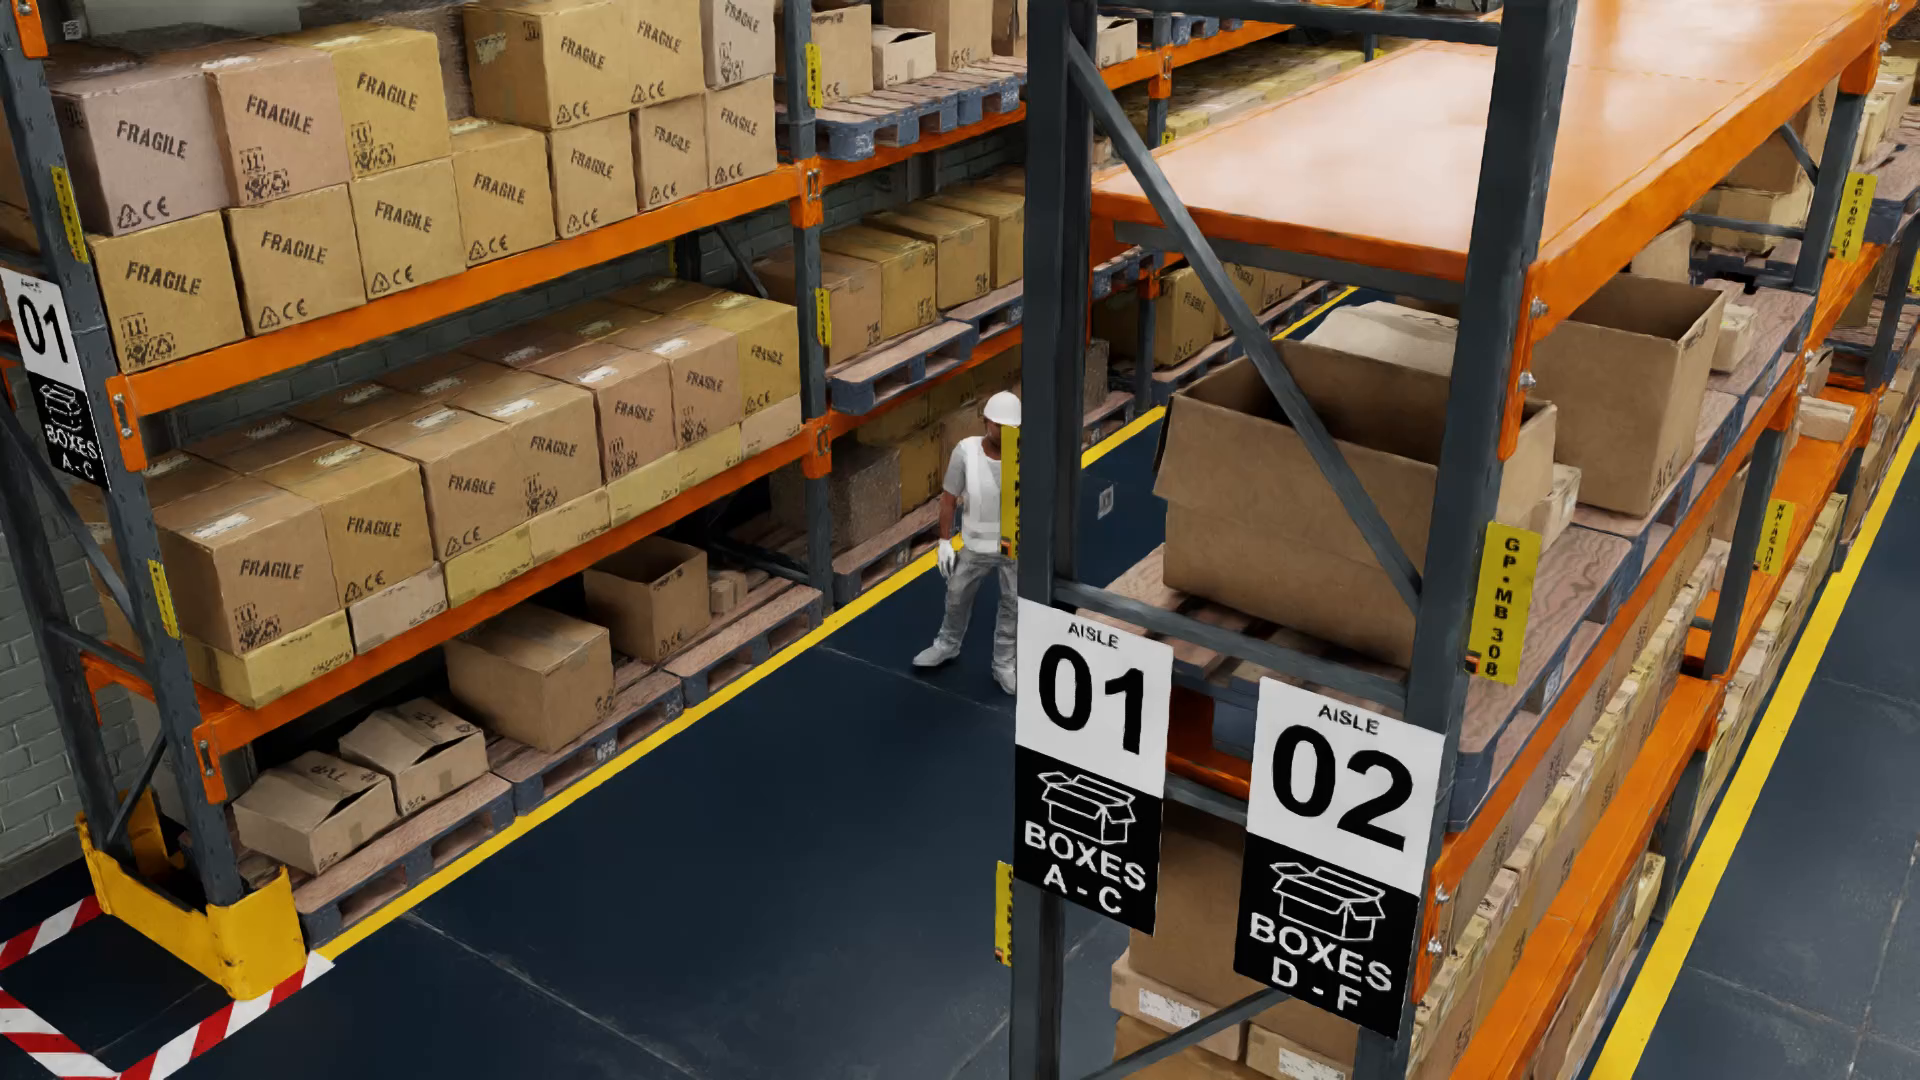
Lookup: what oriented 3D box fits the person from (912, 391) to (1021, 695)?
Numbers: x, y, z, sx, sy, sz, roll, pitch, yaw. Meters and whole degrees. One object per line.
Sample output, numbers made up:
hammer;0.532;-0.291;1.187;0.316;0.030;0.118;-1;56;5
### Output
person;0.093;-0.008;9.163;0.738;1.779;0.480;0;27;-1
